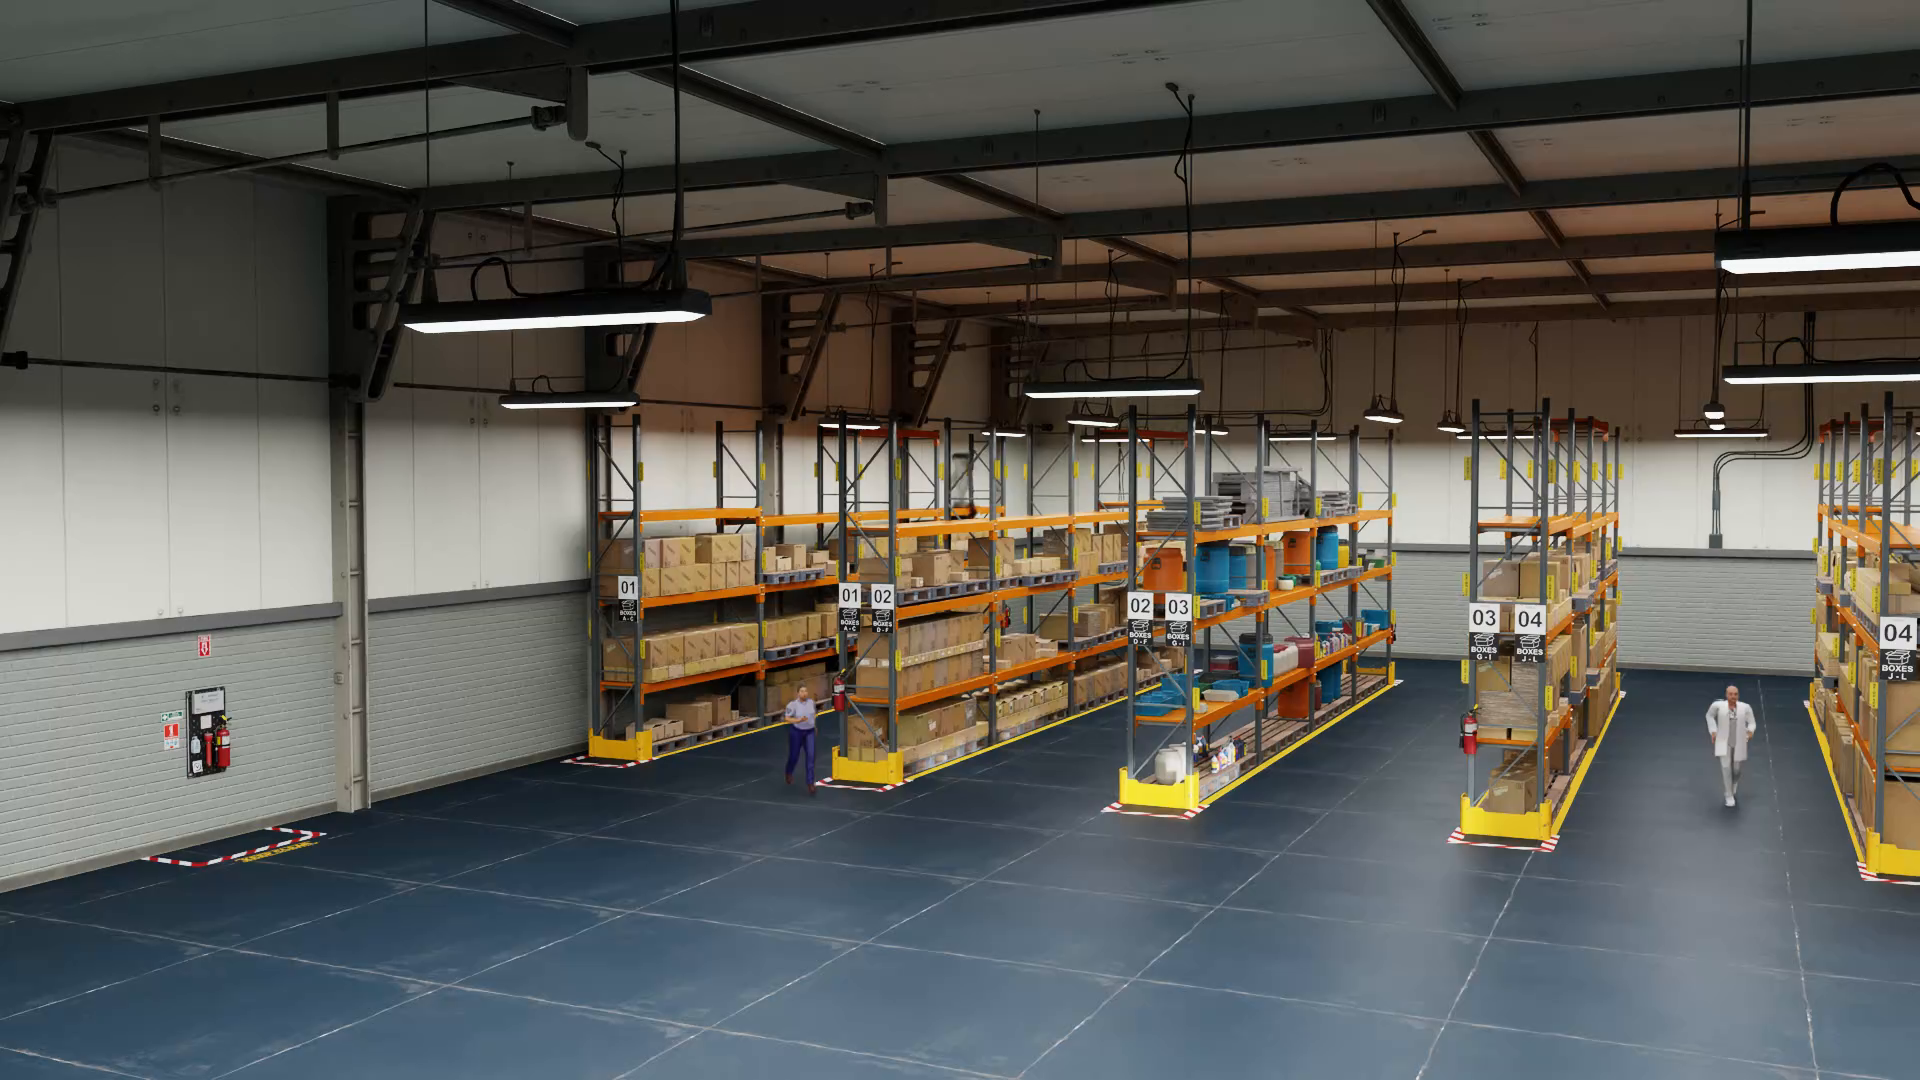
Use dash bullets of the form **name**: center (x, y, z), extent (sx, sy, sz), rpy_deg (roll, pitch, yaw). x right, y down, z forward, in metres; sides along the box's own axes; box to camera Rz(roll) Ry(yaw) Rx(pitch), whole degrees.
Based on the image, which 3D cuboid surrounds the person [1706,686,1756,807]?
- **person**: center (11.698, 3.086, 25.248), extent (0.684, 1.773, 0.998), rpy_deg (1, 2, 19)

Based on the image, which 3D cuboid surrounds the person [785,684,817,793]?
- **person**: center (-2.502, 3.123, 26.108), extent (0.584, 1.568, 0.933), rpy_deg (-1, 3, -25)
